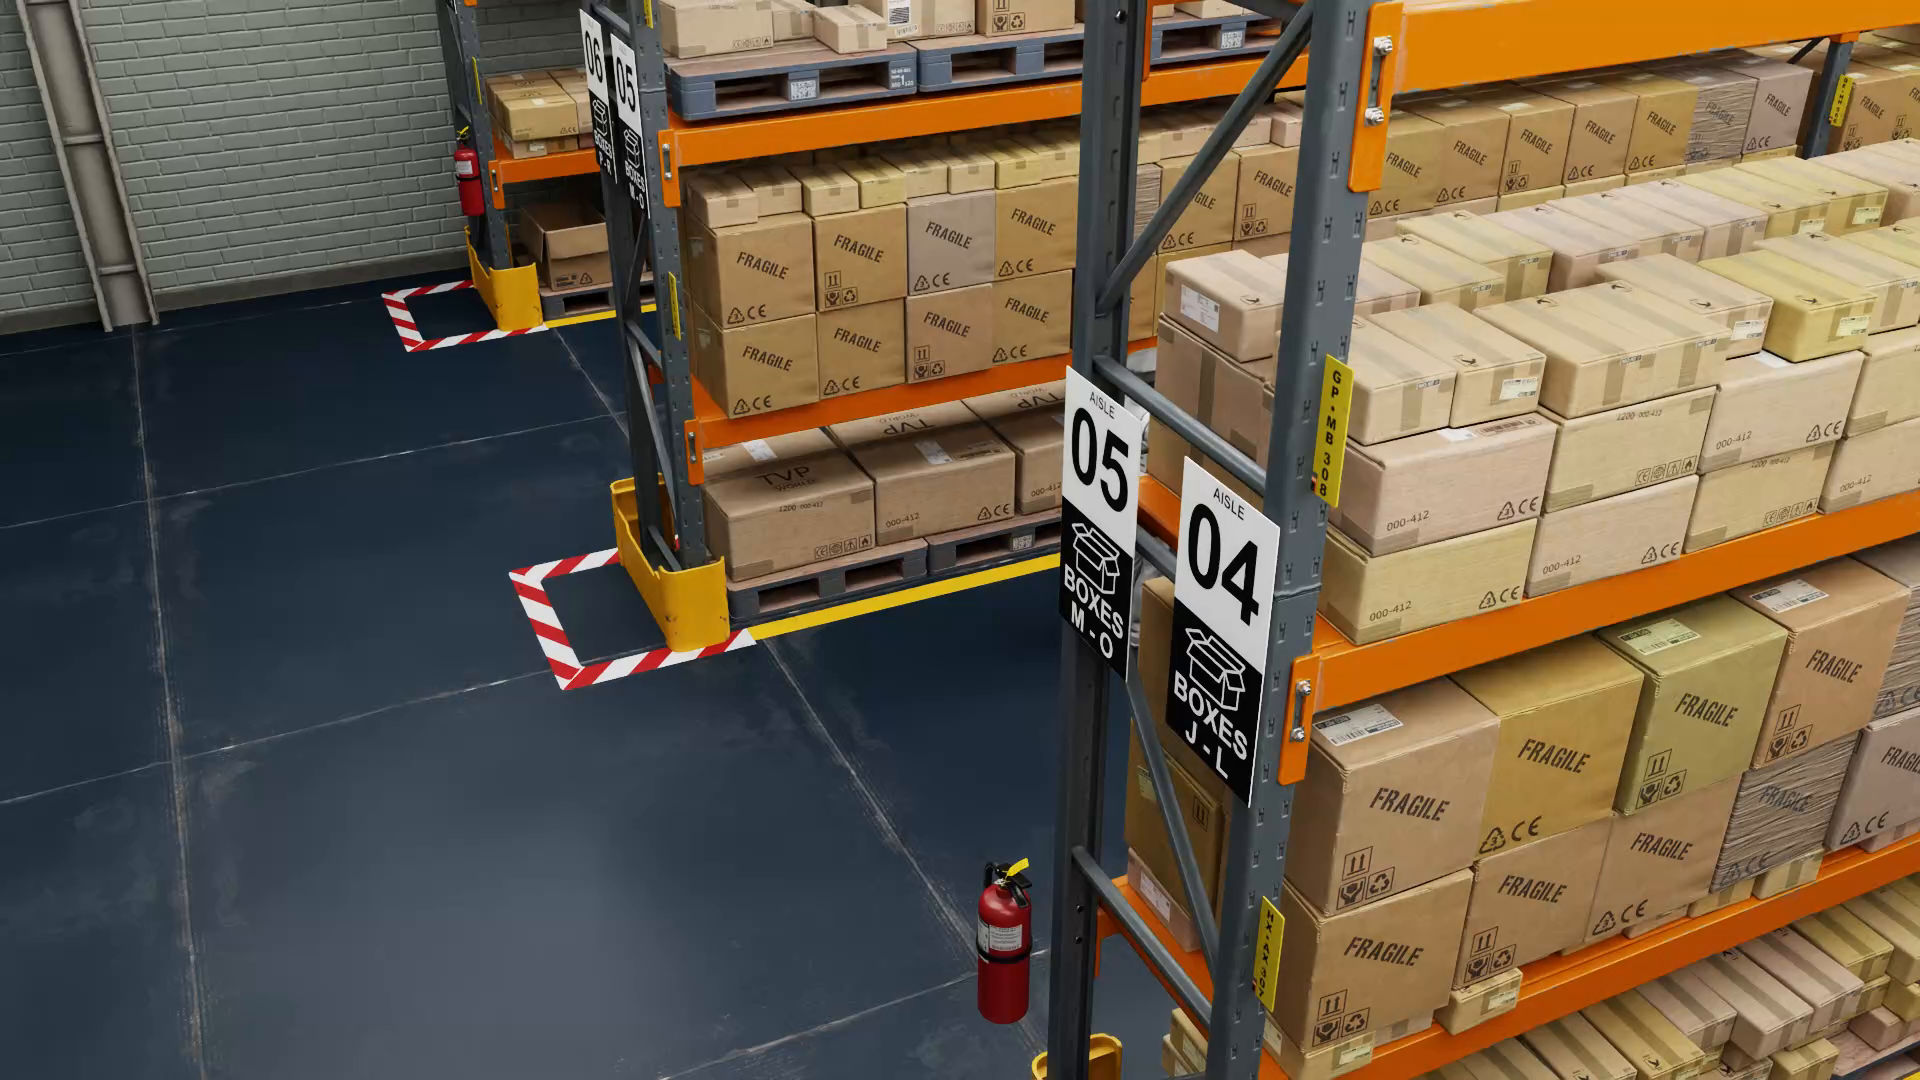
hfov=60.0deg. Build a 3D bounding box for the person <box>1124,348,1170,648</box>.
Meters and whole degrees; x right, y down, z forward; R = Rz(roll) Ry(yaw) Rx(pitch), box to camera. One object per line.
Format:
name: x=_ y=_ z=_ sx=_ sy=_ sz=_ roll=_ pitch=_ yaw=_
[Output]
person: x=0.990 y=-0.226 z=8.844 sx=0.329 sy=1.666 sz=0.467 roll=-12 pitch=32 yaw=-21
